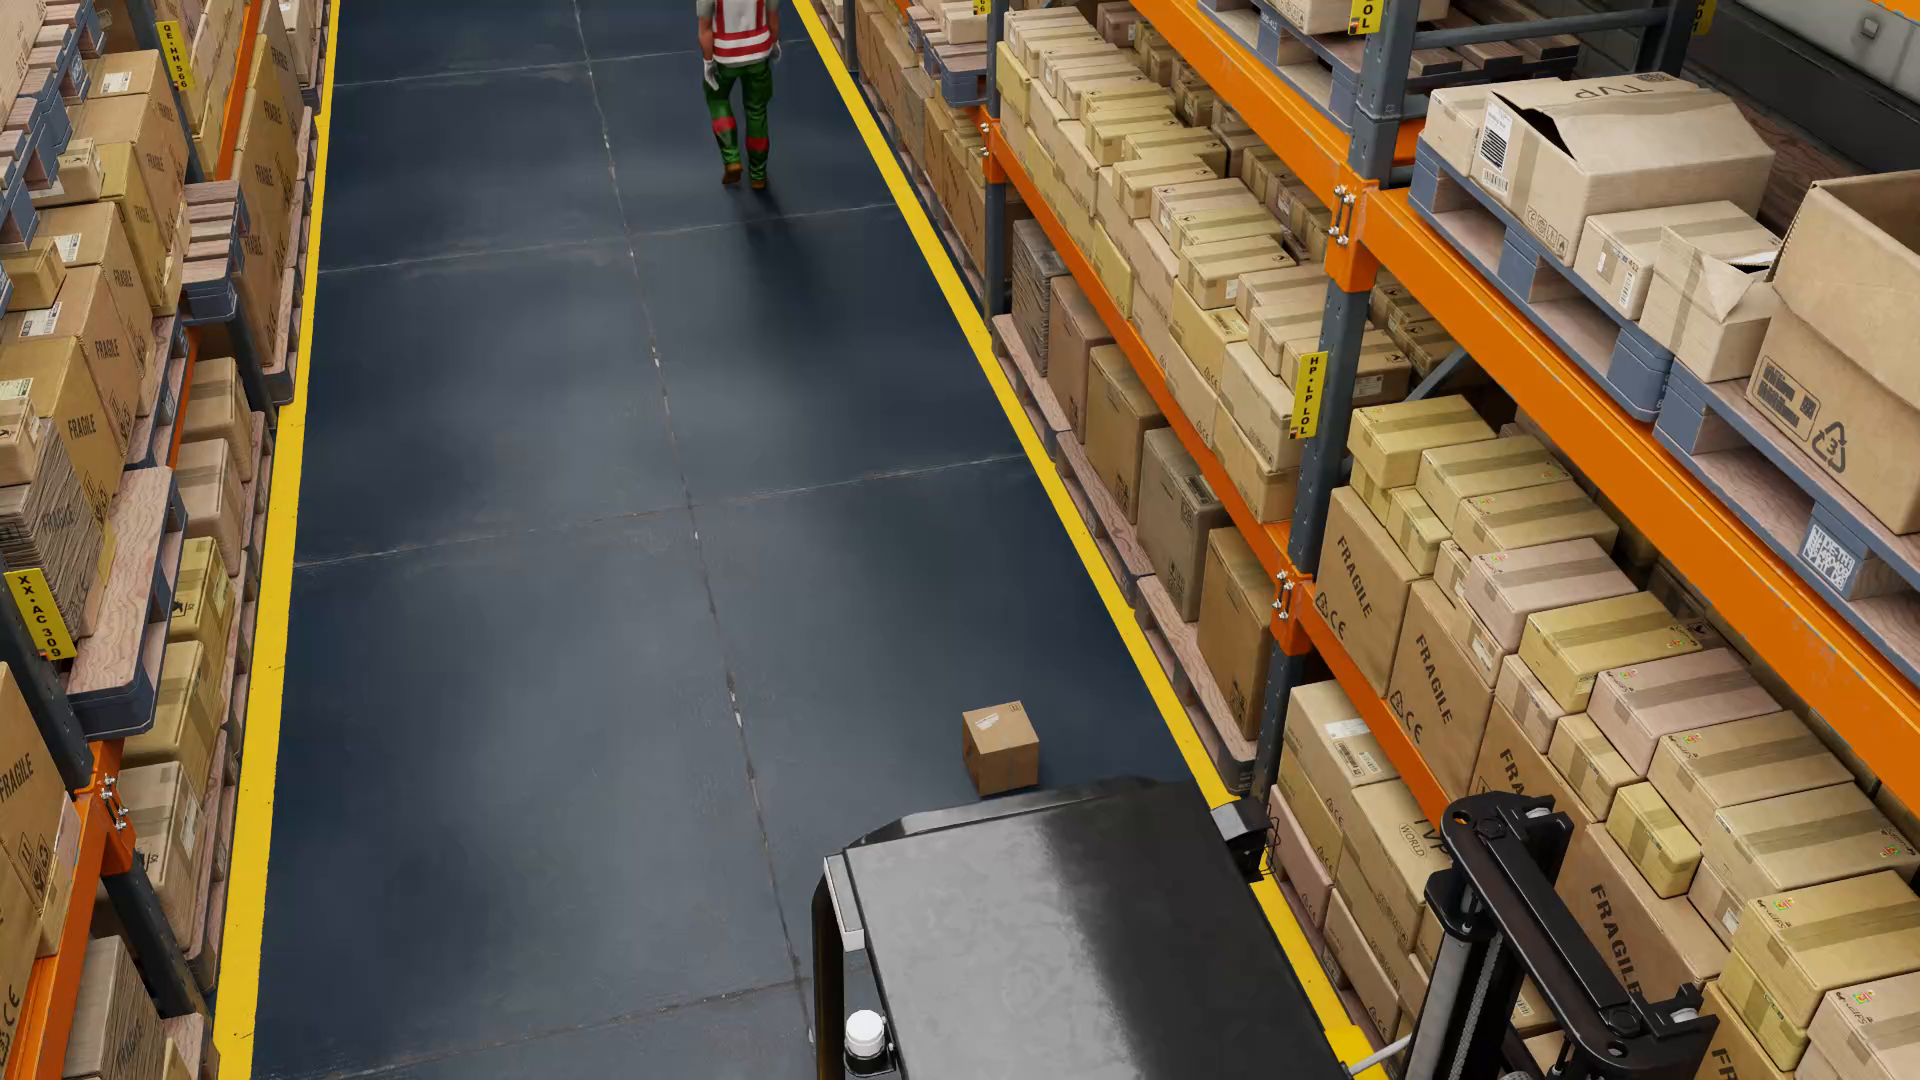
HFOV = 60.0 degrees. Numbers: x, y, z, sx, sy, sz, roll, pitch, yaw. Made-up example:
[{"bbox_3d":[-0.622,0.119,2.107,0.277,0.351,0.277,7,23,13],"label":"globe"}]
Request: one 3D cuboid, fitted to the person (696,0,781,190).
[{"bbox_3d":[-1.406,-3.117,10.677,0.544,1.793,0.476,-9,39,-11],"label":"person"}]
